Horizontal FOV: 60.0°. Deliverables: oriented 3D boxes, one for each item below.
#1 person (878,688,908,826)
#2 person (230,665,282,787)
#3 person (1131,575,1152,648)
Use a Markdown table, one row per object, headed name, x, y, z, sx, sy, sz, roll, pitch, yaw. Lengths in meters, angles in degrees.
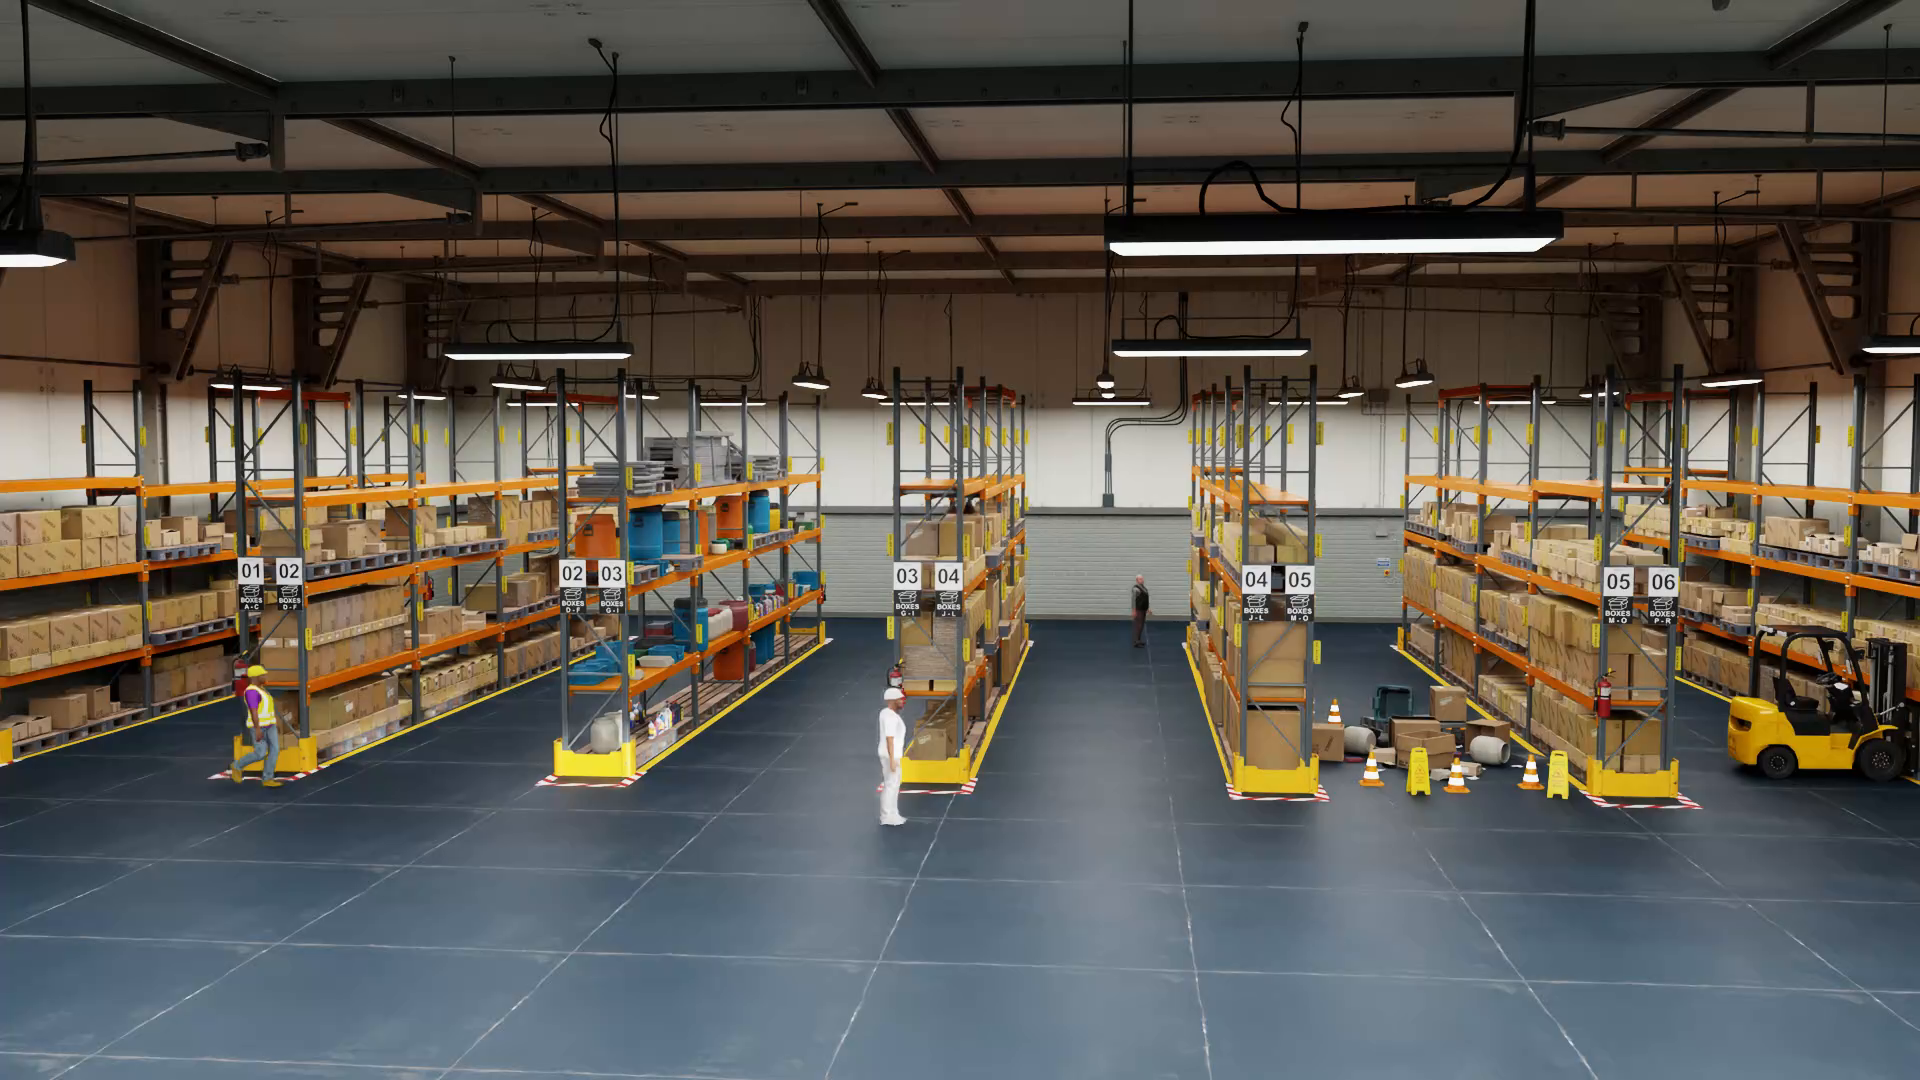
| name | x | y | z | sx | sy | sz | roll | pitch | yaw |
| --- | --- | --- | --- | --- | --- | --- | --- | --- | --- |
| person | -0.857 | 2.807 | 21.476 | 0.407 | 1.798 | 0.672 | 0 | 4 | -4 |
| person | -10.001 | 2.652 | 23.742 | 0.712 | 1.730 | 0.585 | 1 | 4 | 16 |
| person | 4.288 | 1.698 | 39.544 | 0.401 | 1.748 | 0.594 | 2 | 4 | 33 |
